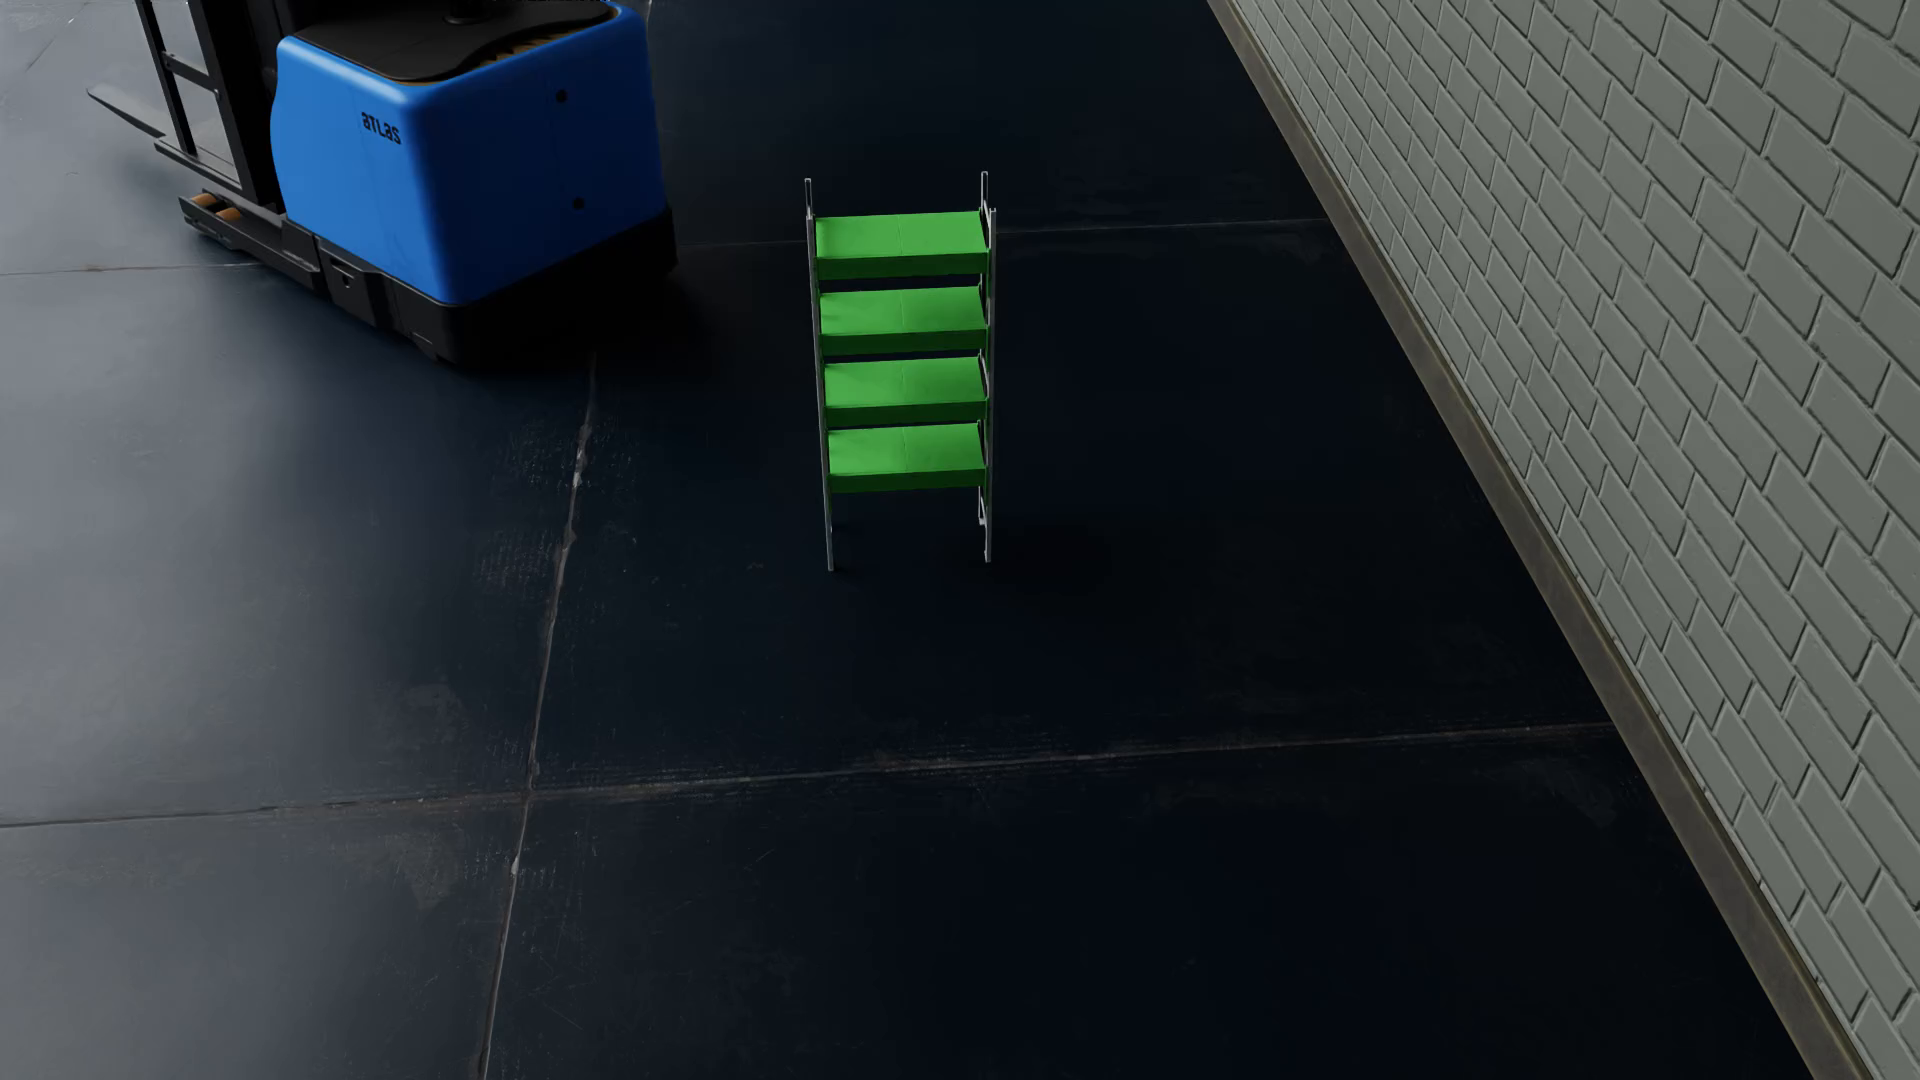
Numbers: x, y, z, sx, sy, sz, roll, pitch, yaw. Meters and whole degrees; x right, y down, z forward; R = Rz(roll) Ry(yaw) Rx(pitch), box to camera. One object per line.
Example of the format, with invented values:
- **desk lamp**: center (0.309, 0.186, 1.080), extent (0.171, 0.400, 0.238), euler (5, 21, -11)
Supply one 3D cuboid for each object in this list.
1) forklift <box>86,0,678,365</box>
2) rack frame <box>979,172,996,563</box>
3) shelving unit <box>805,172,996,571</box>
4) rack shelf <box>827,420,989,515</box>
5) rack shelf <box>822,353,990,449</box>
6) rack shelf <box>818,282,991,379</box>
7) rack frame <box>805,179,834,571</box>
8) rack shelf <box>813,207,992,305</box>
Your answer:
- **forklift**: center (-2.553, -2.547, 6.111), extent (3.031, 2.935, 1.130), euler (28, 46, 31)
- **rack frame**: center (0.078, -0.475, 4.884), extent (0.015, 1.200, 0.240), euler (-3, 38, -4)
- **shelving unit**: center (-0.165, -0.462, 4.867), extent (0.503, 1.200, 0.258), euler (-3, 38, -4)
- **rack shelf**: center (-0.165, -0.223, 5.055), extent (0.480, 0.148, 0.258), euler (-3, 38, -4)
- **rack shelf**: center (-0.165, -0.412, 4.906), extent (0.480, 0.148, 0.258), euler (-3, 38, -4)
- **rack shelf**: center (-0.165, -0.600, 4.758), extent (0.480, 0.148, 0.258), euler (-3, 38, -4)
- **rack frame**: center (-0.408, -0.449, 4.850), extent (0.015, 1.200, 0.240), euler (-3, 38, -4)
- **rack shelf**: center (-0.165, -0.789, 4.609), extent (0.480, 0.148, 0.258), euler (-3, 38, -4)
